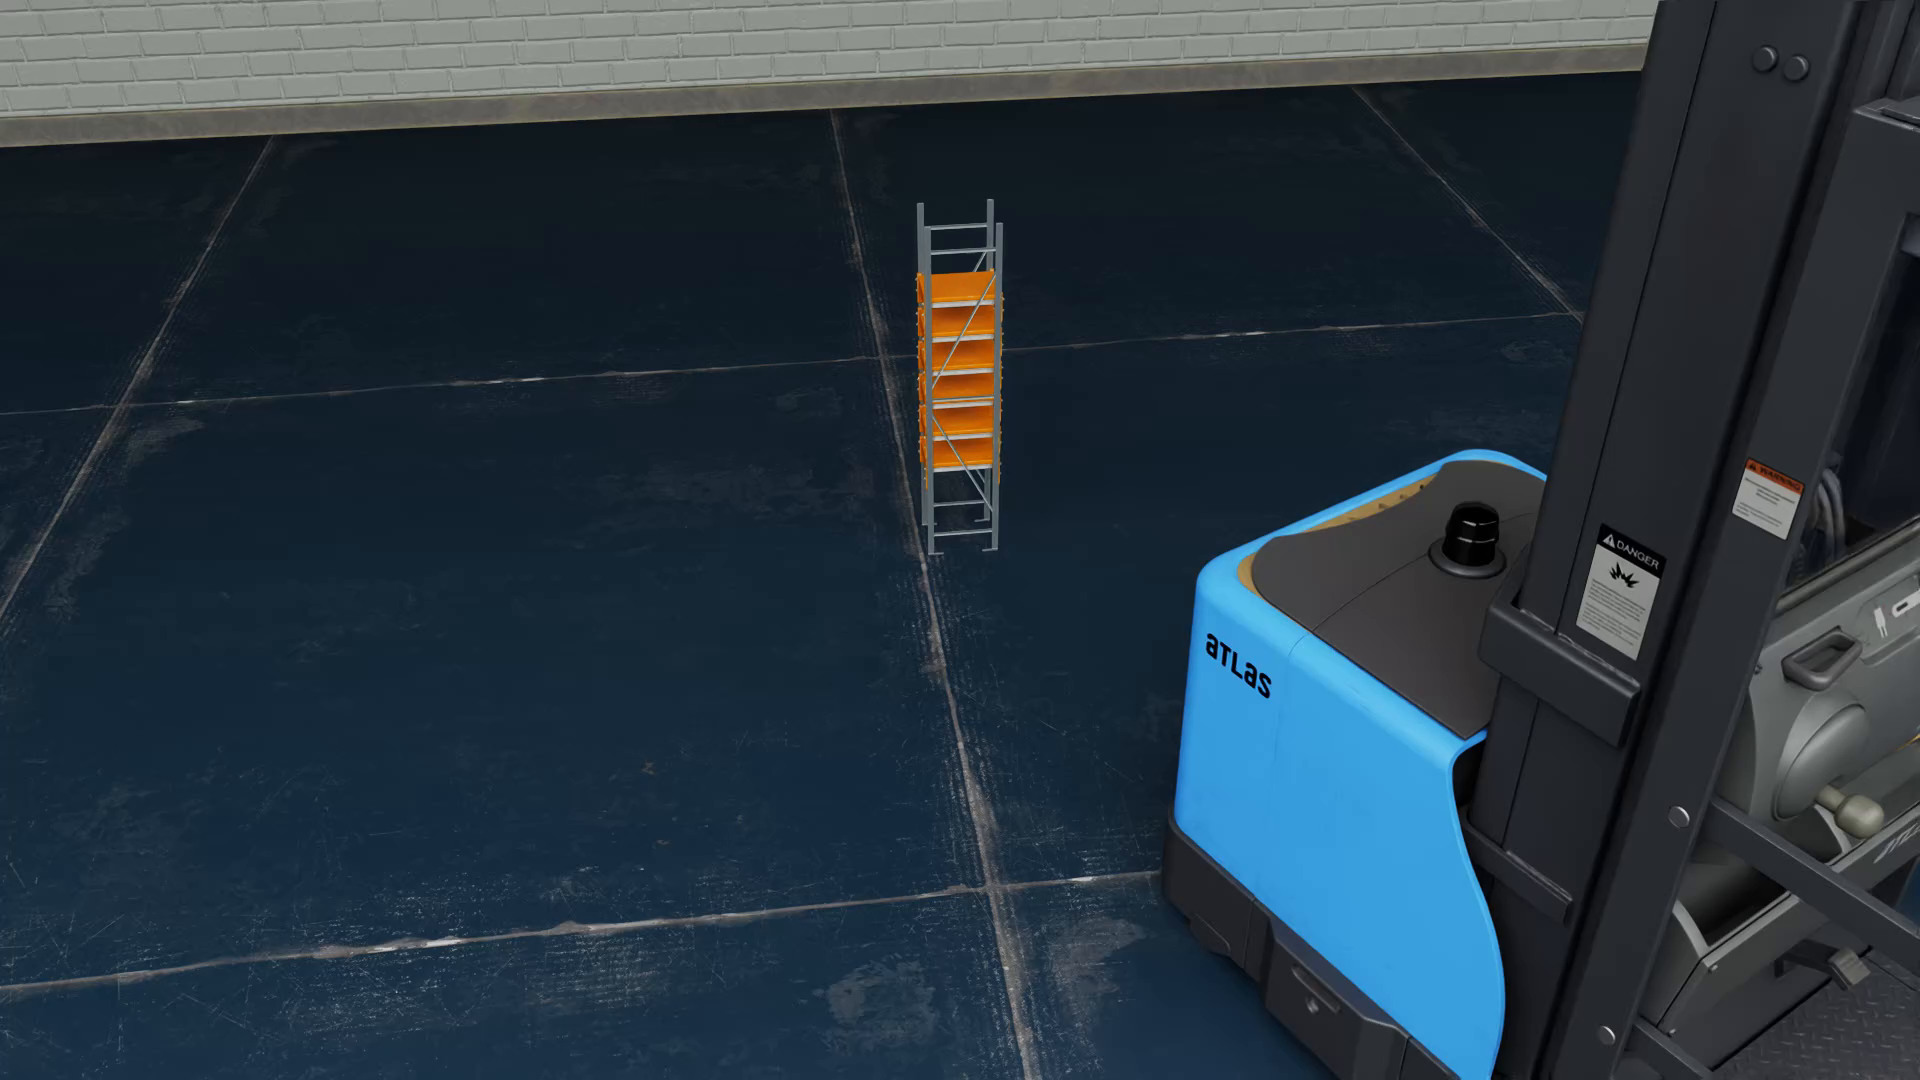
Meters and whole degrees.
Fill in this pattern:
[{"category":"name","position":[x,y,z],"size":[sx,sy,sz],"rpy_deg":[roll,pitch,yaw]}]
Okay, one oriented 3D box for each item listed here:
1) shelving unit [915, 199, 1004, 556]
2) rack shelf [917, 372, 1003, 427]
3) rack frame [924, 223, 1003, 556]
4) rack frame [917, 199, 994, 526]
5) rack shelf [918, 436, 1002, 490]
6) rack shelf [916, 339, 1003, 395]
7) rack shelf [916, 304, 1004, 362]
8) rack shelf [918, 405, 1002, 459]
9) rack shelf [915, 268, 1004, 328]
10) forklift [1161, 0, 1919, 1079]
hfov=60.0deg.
[{"category":"shelving unit","position":[-0.002,-0.504,5.424],"size":[0.258,1.200,0.189],"rpy_deg":[-4,35,-6]},{"category":"rack shelf","position":[-0.002,-0.467,5.449],"size":[0.258,0.103,0.180],"rpy_deg":[-4,35,-6]},{"category":"rack frame","position":[0.010,-0.453,5.349],"size":[0.240,1.200,0.006],"rpy_deg":[-4,35,-6]},{"category":"rack frame","position":[-0.014,-0.555,5.499],"size":[0.240,1.200,0.006],"rpy_deg":[-4,35,-6]},{"category":"rack shelf","position":[-0.002,-0.269,5.584],"size":[0.258,0.103,0.180],"rpy_deg":[-4,35,-6]},{"category":"rack shelf","position":[-0.002,-0.566,5.381],"size":[0.258,0.103,0.180],"rpy_deg":[-4,35,-6]},{"category":"rack shelf","position":[-0.002,-0.665,5.314],"size":[0.258,0.103,0.180],"rpy_deg":[-4,35,-6]},{"category":"rack shelf","position":[-0.002,-0.368,5.517],"size":[0.258,0.103,0.180],"rpy_deg":[-4,35,-6]},{"category":"rack shelf","position":[-0.002,-0.765,5.246],"size":[0.258,0.103,0.180],"rpy_deg":[-4,35,-6]},{"category":"forklift","position":[1.771,0.259,2.767],"size":[1.130,2.935,3.031],"rpy_deg":[-21,40,-28]}]
